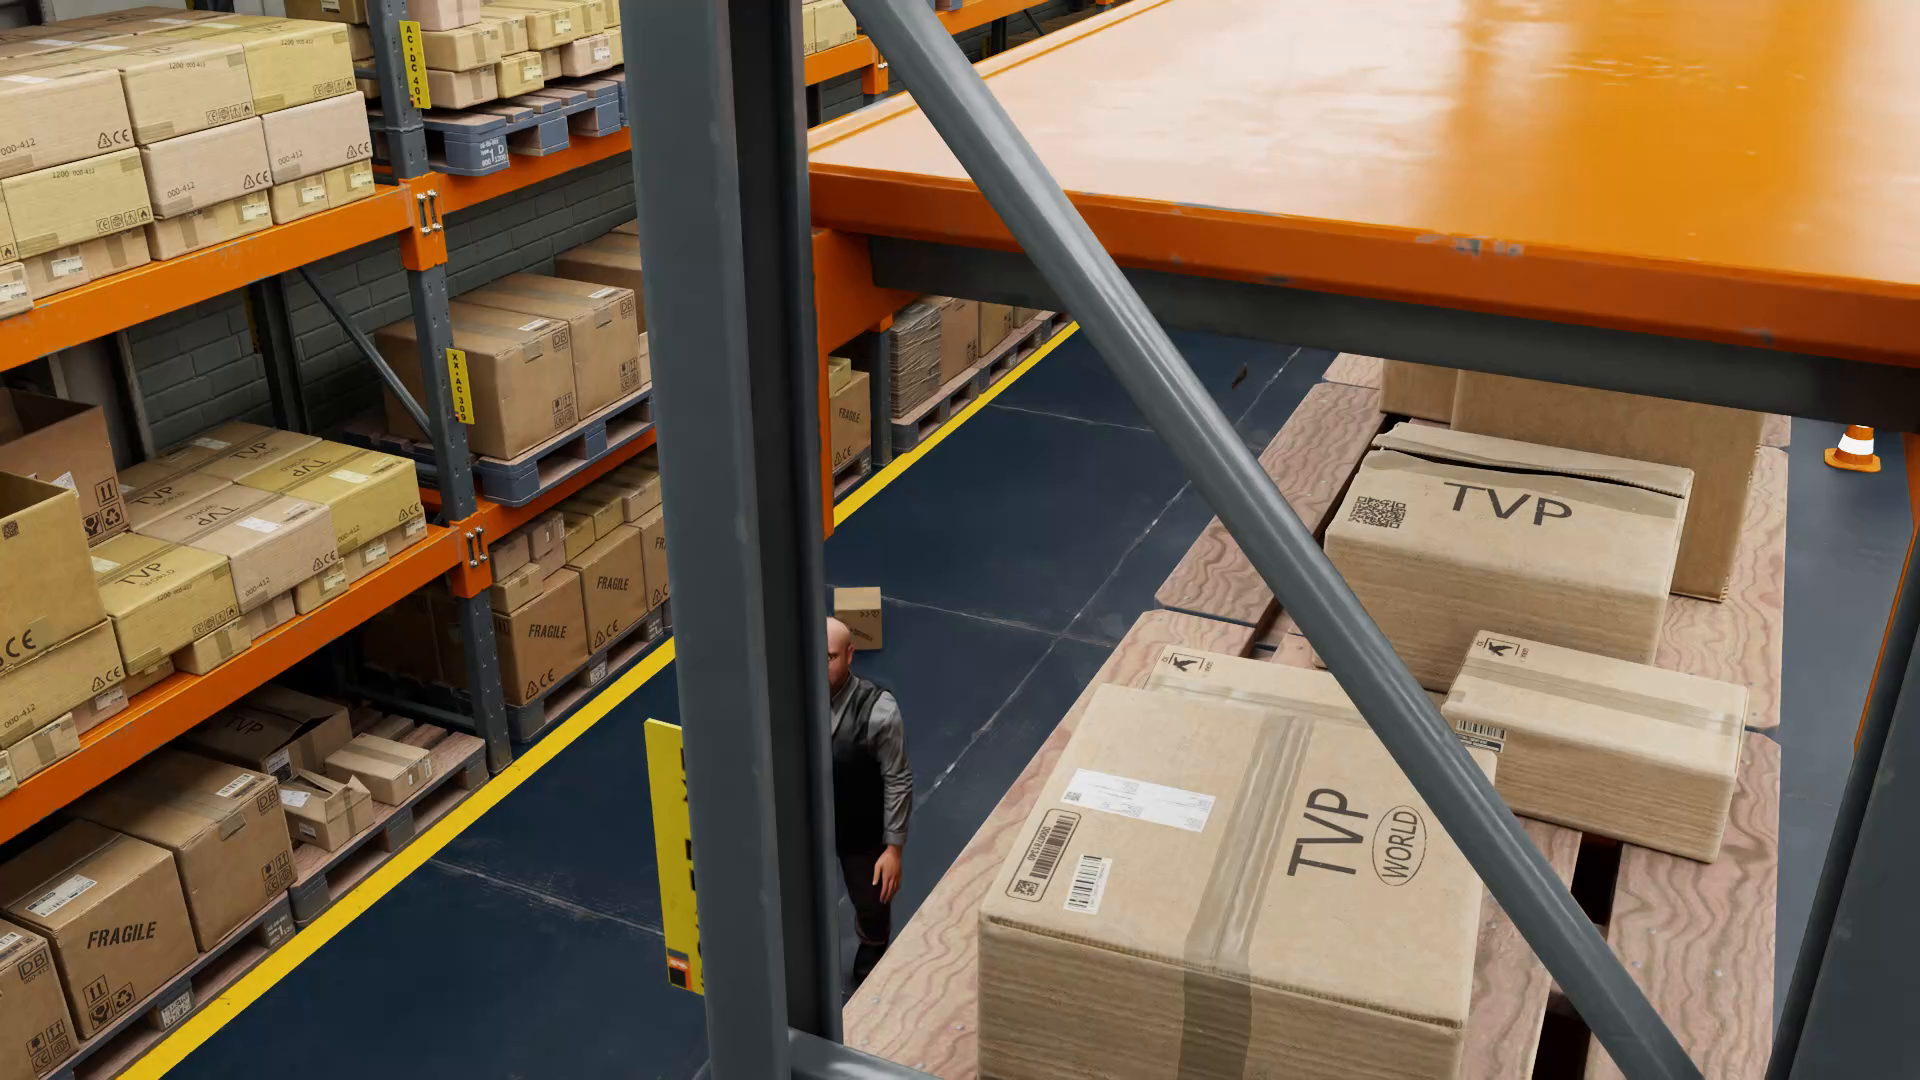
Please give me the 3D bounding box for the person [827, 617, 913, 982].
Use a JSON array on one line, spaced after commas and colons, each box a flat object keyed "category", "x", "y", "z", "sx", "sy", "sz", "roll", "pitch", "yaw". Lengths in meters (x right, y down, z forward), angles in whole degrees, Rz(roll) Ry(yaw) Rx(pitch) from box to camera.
[{"category": "person", "x": -0.458, "y": 1.099, "z": 5.944, "sx": 0.585, "sy": 1.585, "sz": 1.007, "roll": 4, "pitch": 26, "yaw": 9}]
